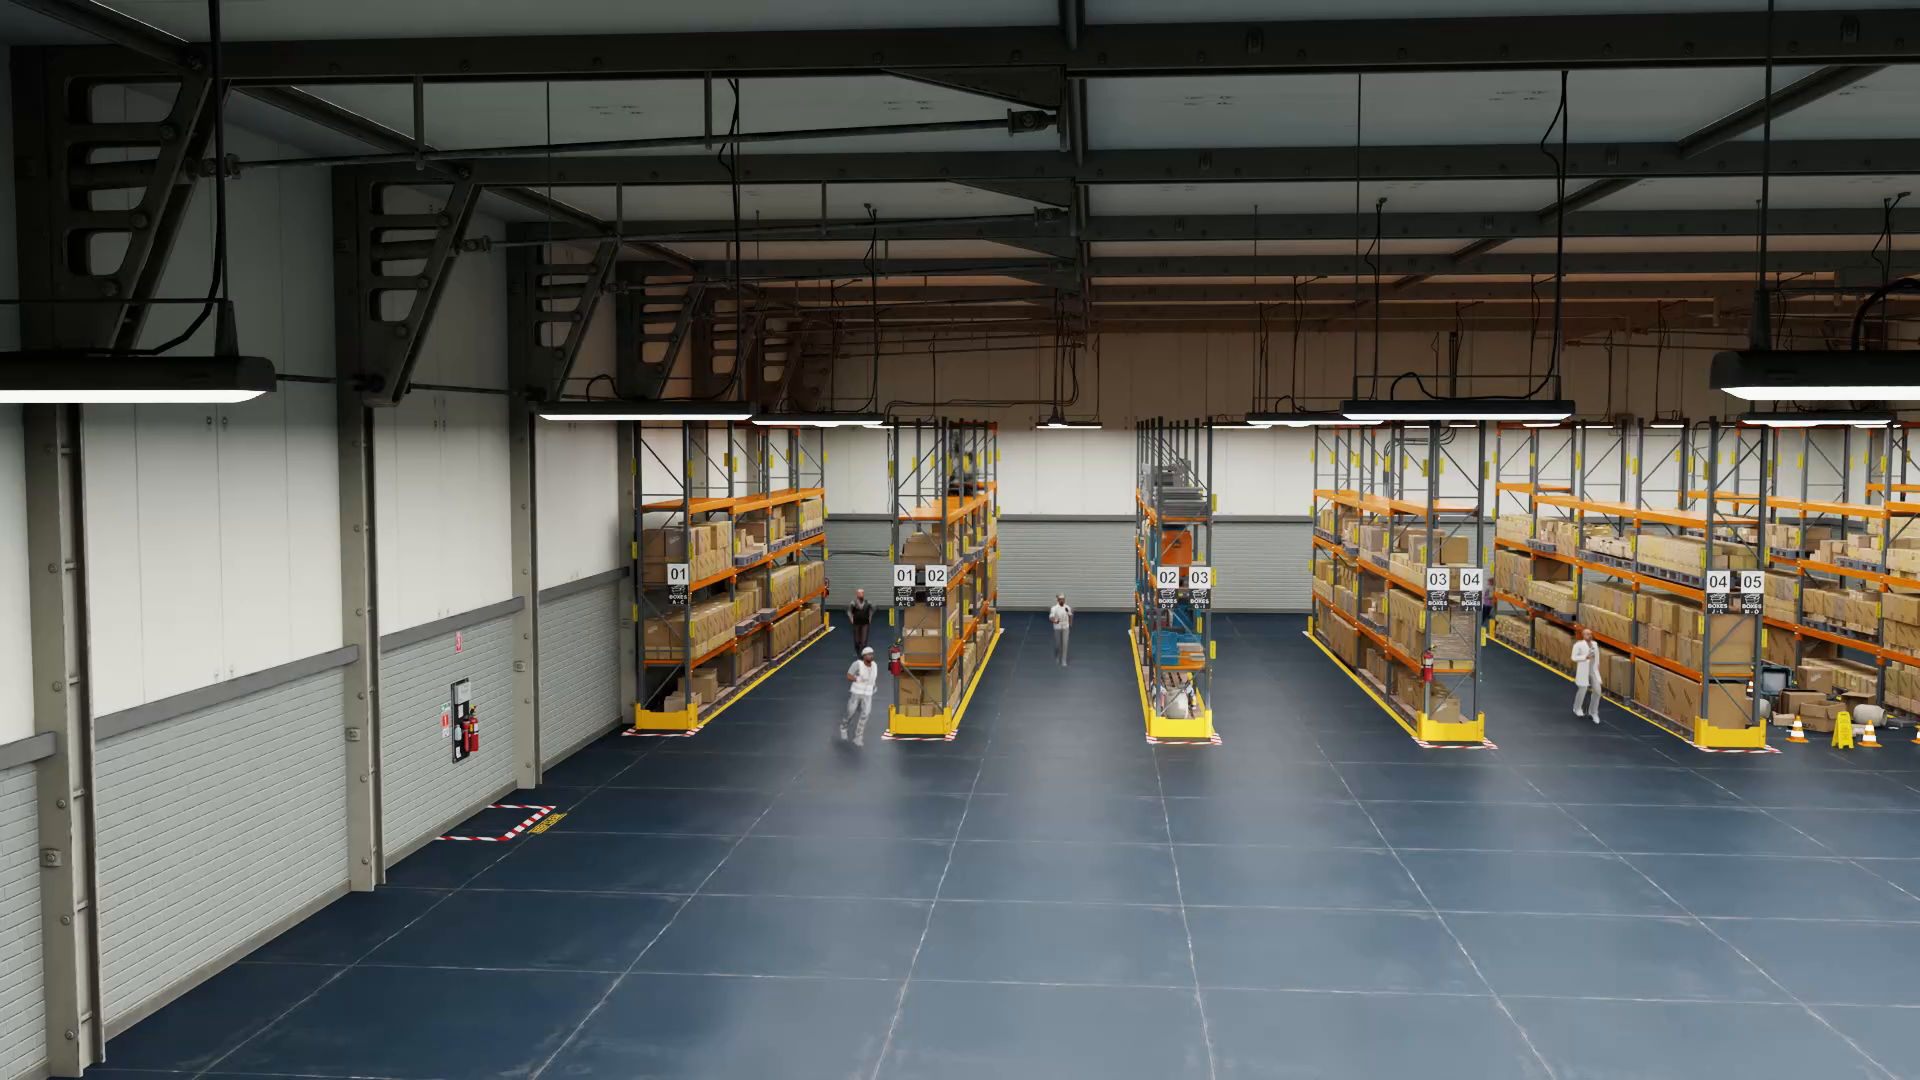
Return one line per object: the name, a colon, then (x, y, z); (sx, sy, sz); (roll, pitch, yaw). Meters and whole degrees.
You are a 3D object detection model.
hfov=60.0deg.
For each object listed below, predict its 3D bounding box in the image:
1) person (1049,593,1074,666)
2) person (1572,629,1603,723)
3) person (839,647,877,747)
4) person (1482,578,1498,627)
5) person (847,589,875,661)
person: (2.370, 2.077, 38.681); (0.590, 1.685, 0.727); (0, 4, -5)
person: (12.437, 2.680, 32.972); (0.687, 1.845, 0.811); (0, 4, -5)
person: (-1.772, 2.842, 30.546); (0.688, 1.769, 0.915); (-2, 4, -24)
person: (15.087, 1.842, 47.633); (0.696, 1.558, 0.660); (1, 4, 21)
person: (-2.347, 2.017, 39.449); (0.661, 1.705, 0.733); (0, 4, -7)
